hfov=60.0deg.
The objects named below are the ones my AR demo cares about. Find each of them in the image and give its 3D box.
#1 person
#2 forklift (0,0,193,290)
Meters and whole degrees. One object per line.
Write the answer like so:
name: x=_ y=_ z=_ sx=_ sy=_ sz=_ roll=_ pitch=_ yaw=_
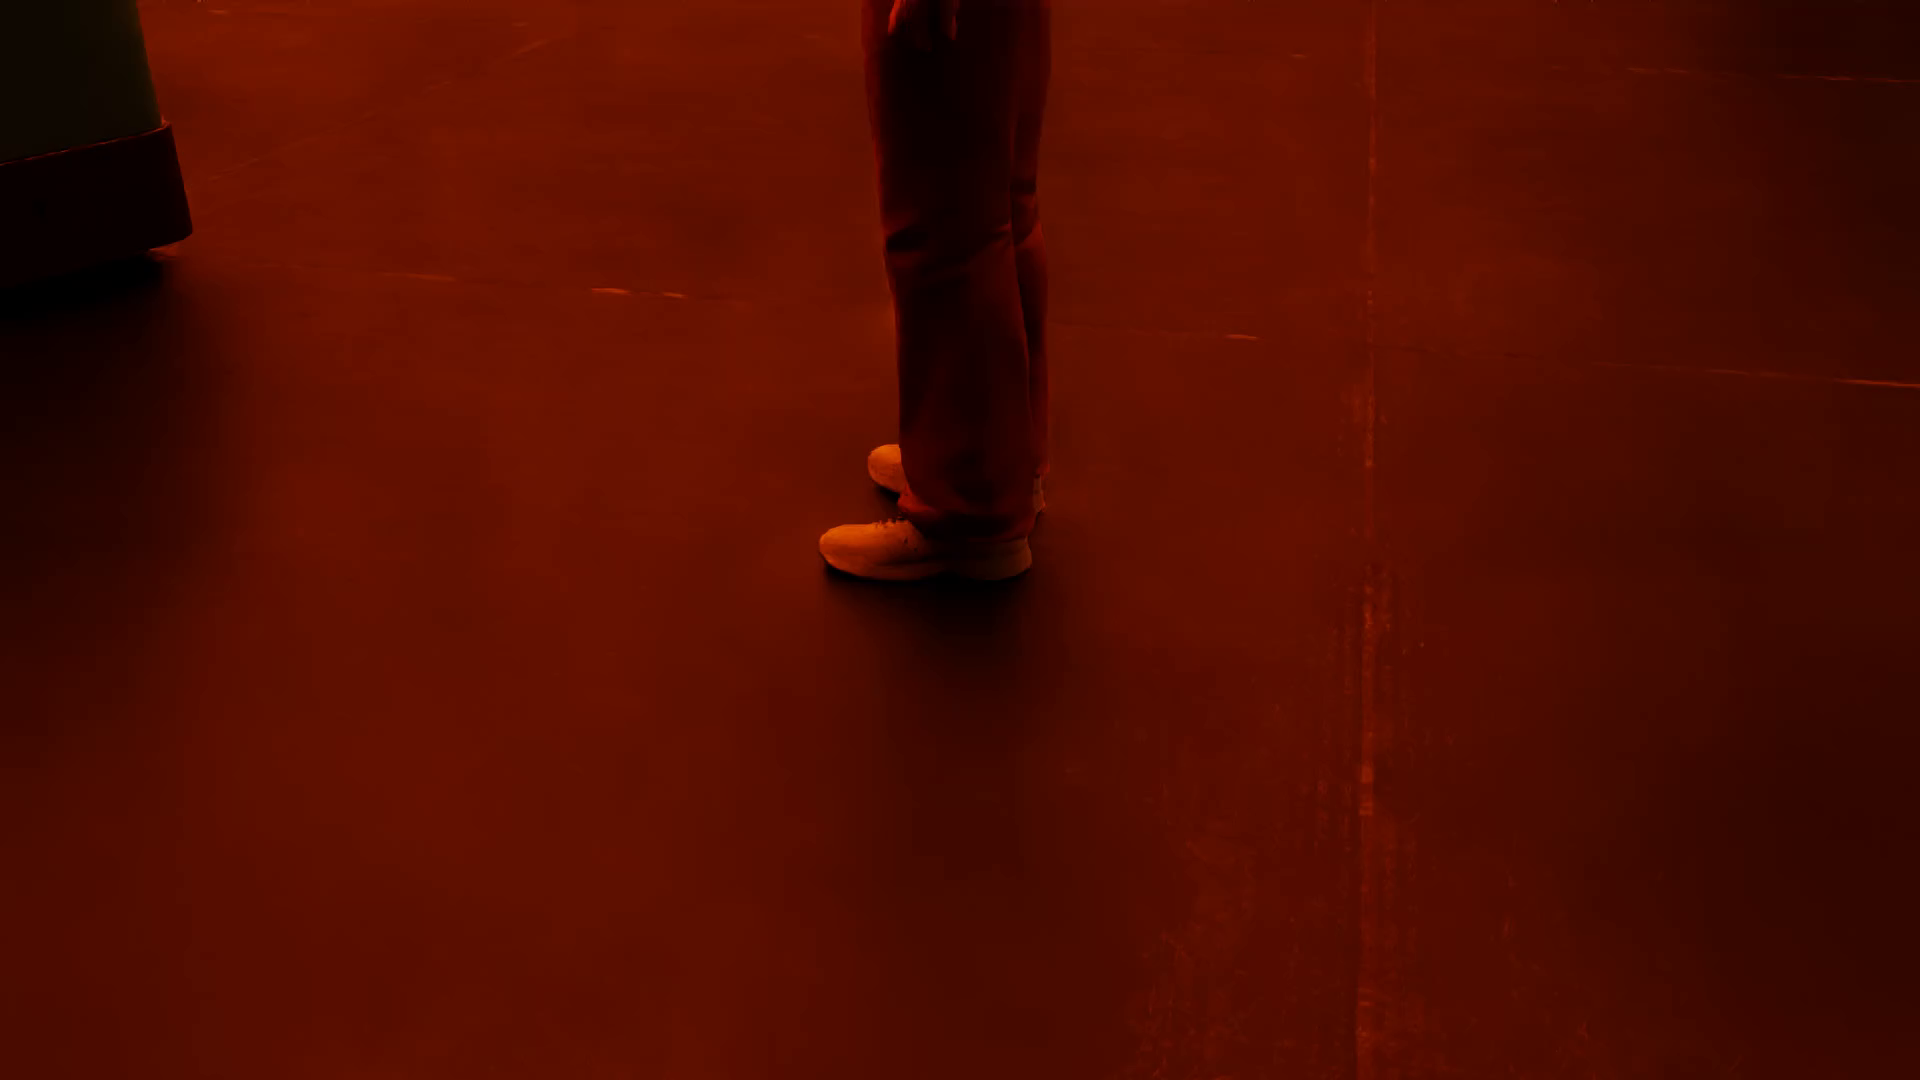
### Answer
person: x=-0.009 y=-0.746 z=2.123 sx=0.365 sy=1.673 sz=0.429 roll=6 pitch=27 yaw=11
forklift: x=-3.218 y=-2.097 z=3.403 sx=3.031 sy=2.935 sz=1.130 roll=16 pitch=31 yaw=29
